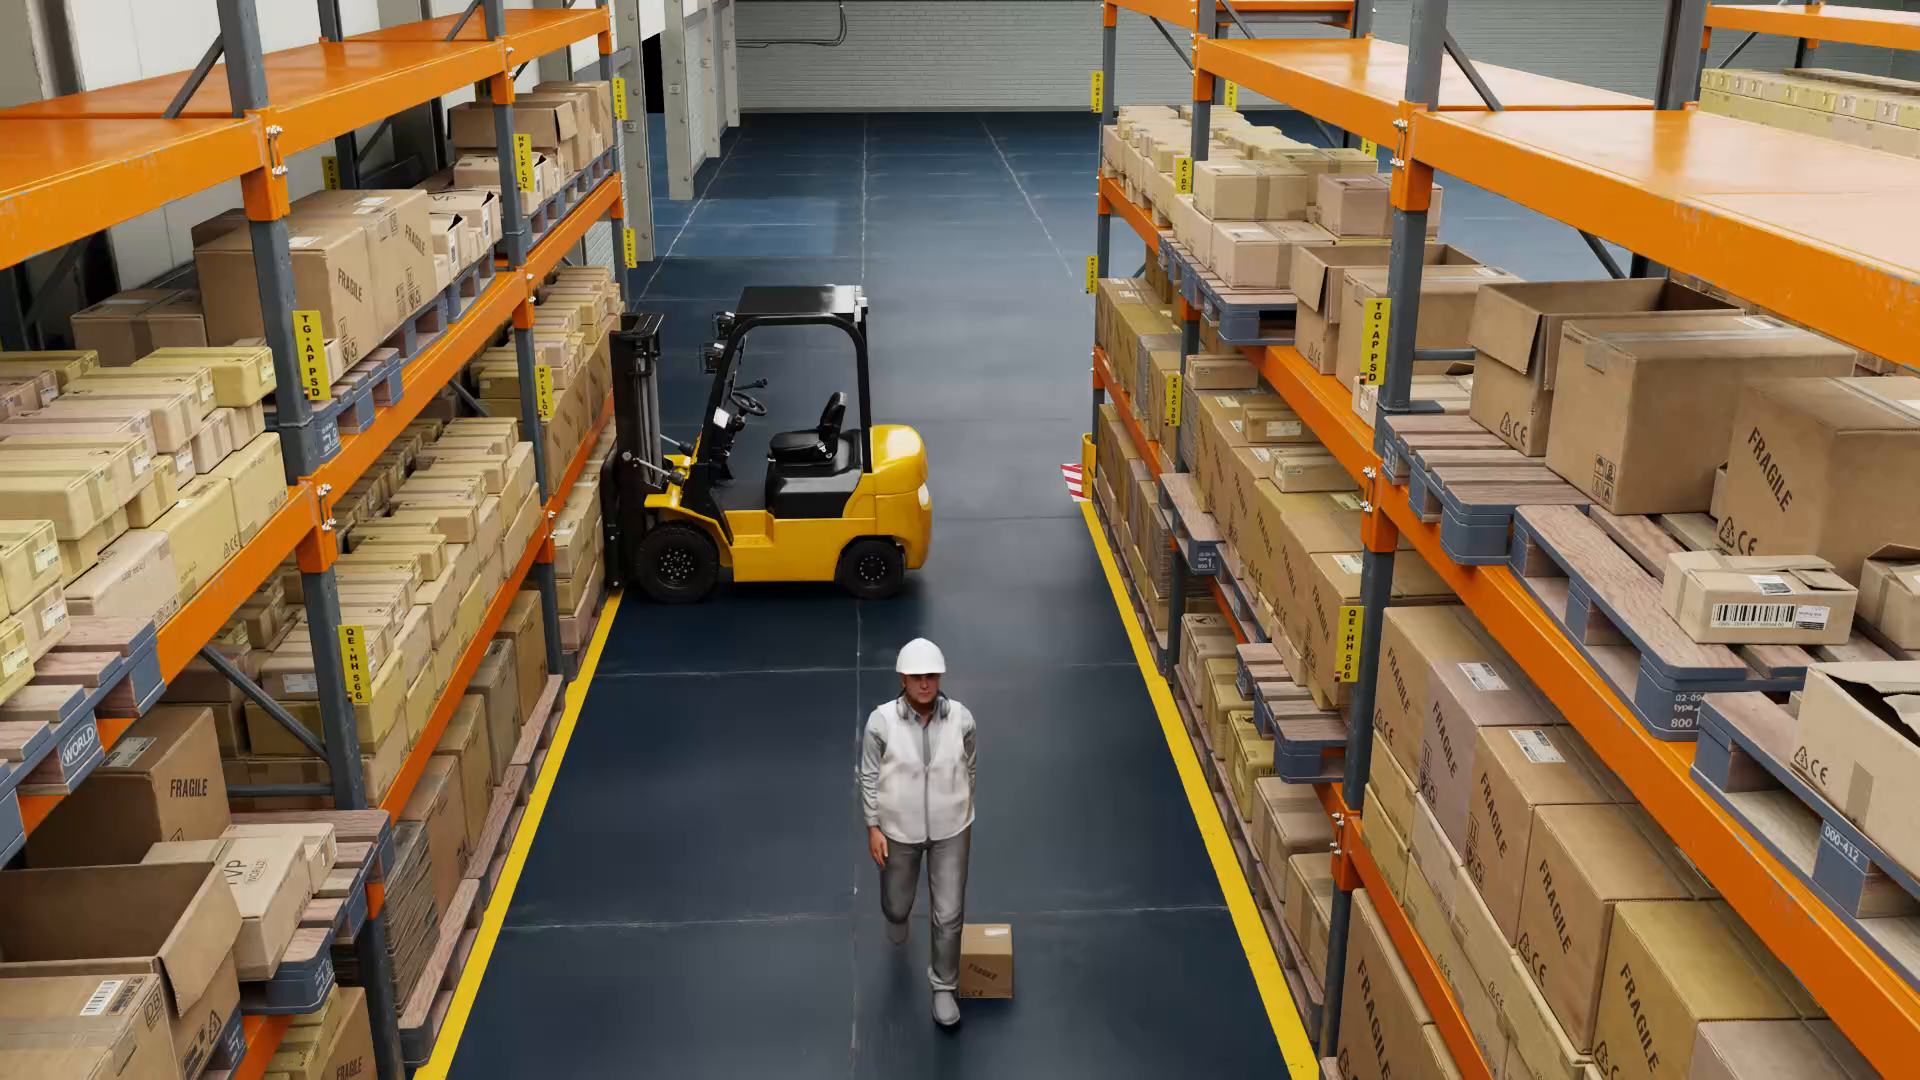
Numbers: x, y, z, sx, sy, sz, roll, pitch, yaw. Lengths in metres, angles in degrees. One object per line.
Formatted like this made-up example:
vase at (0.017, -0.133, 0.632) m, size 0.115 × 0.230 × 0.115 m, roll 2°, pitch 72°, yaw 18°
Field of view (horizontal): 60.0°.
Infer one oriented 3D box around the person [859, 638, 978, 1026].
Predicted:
person at (-0.185, 1.269, 7.587) m, size 0.540 × 1.745 × 0.830 m, roll -2°, pitch 20°, yaw -6°
